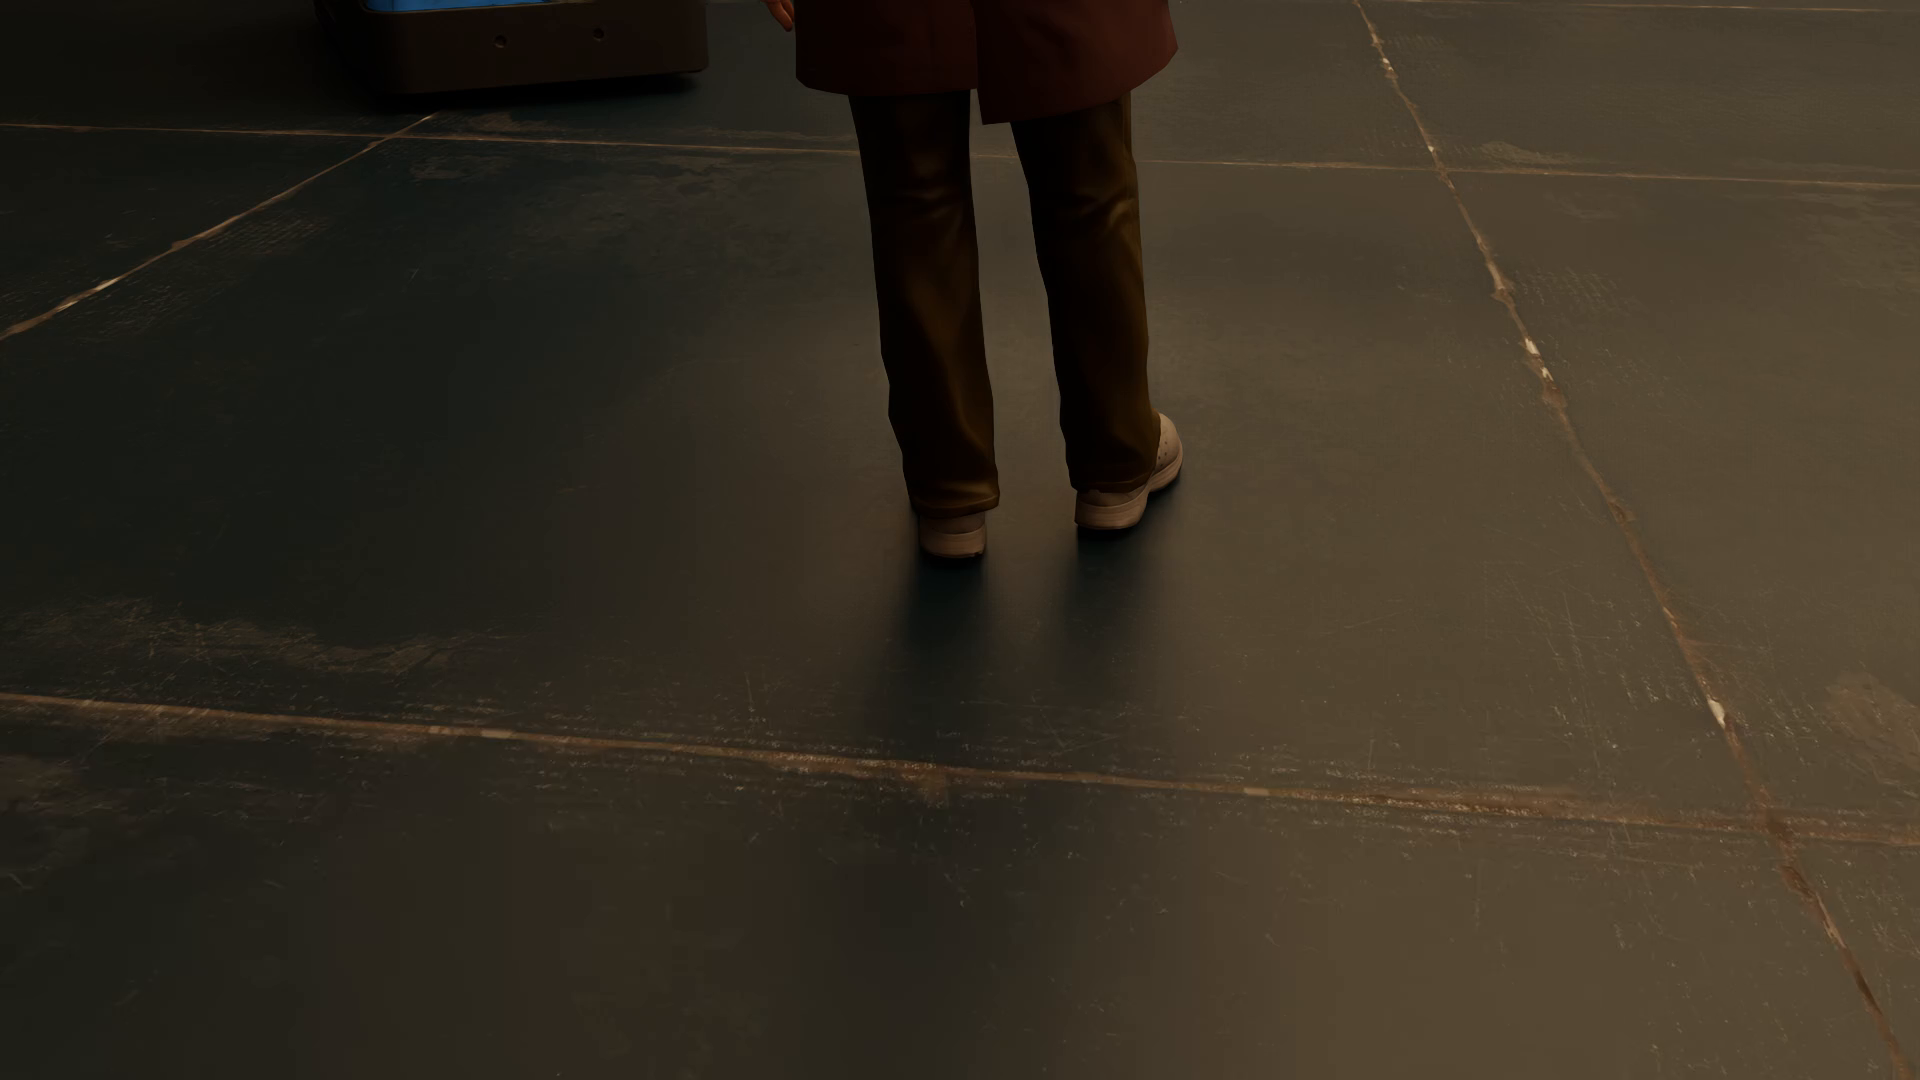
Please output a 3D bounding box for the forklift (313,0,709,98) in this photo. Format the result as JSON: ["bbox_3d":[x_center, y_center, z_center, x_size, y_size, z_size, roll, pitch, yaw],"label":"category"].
[{"bbox_3d":[-1.882,-3.297,5.825,1.130,2.935,3.031,-11,29,-21],"label":"forklift"}]

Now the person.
[{"bbox_3d":[0.017,-0.842,2.180,0.696,1.776,0.582,3,27,7],"label":"person"}]
